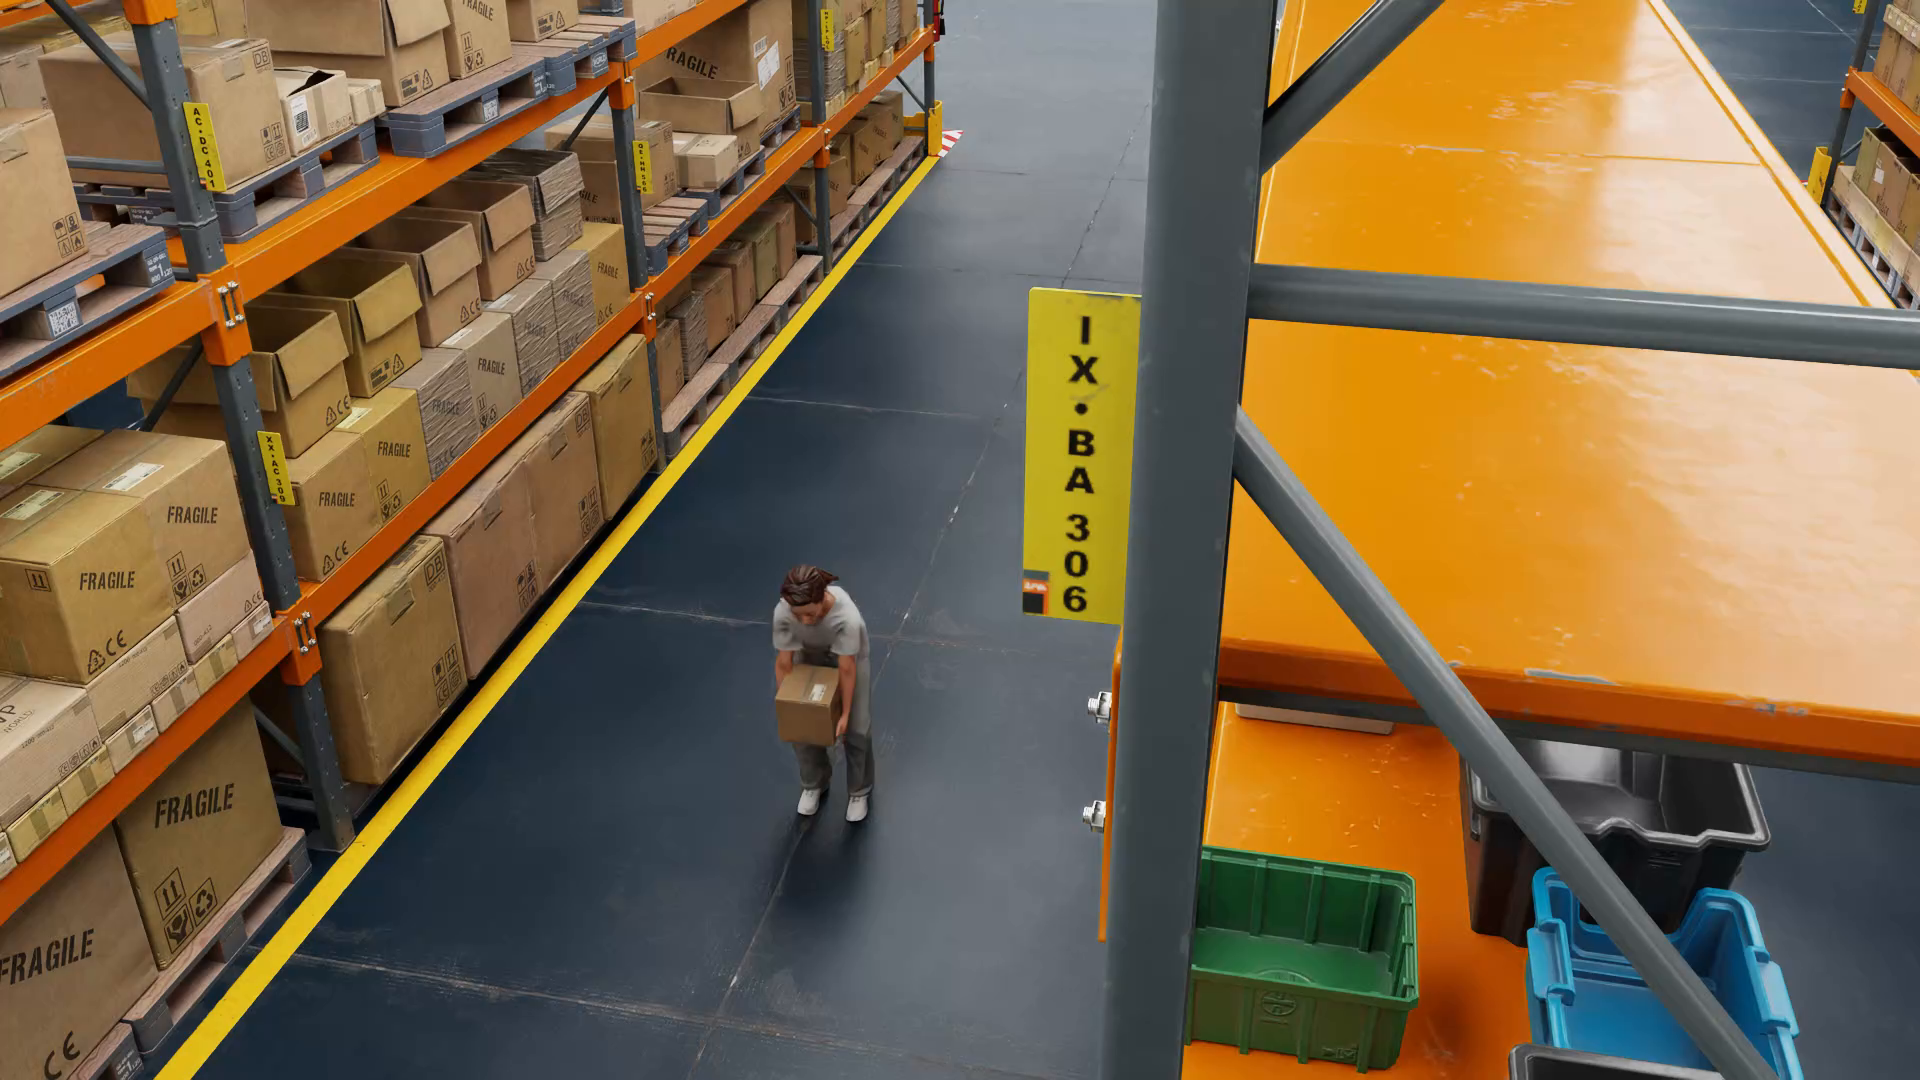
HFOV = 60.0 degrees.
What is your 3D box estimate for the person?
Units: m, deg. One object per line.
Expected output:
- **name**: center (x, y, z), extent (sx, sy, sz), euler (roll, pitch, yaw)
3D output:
- **person**: center (-0.625, 0.681, 7.569), extent (0.404, 1.500, 0.672), euler (5, 29, 10)
